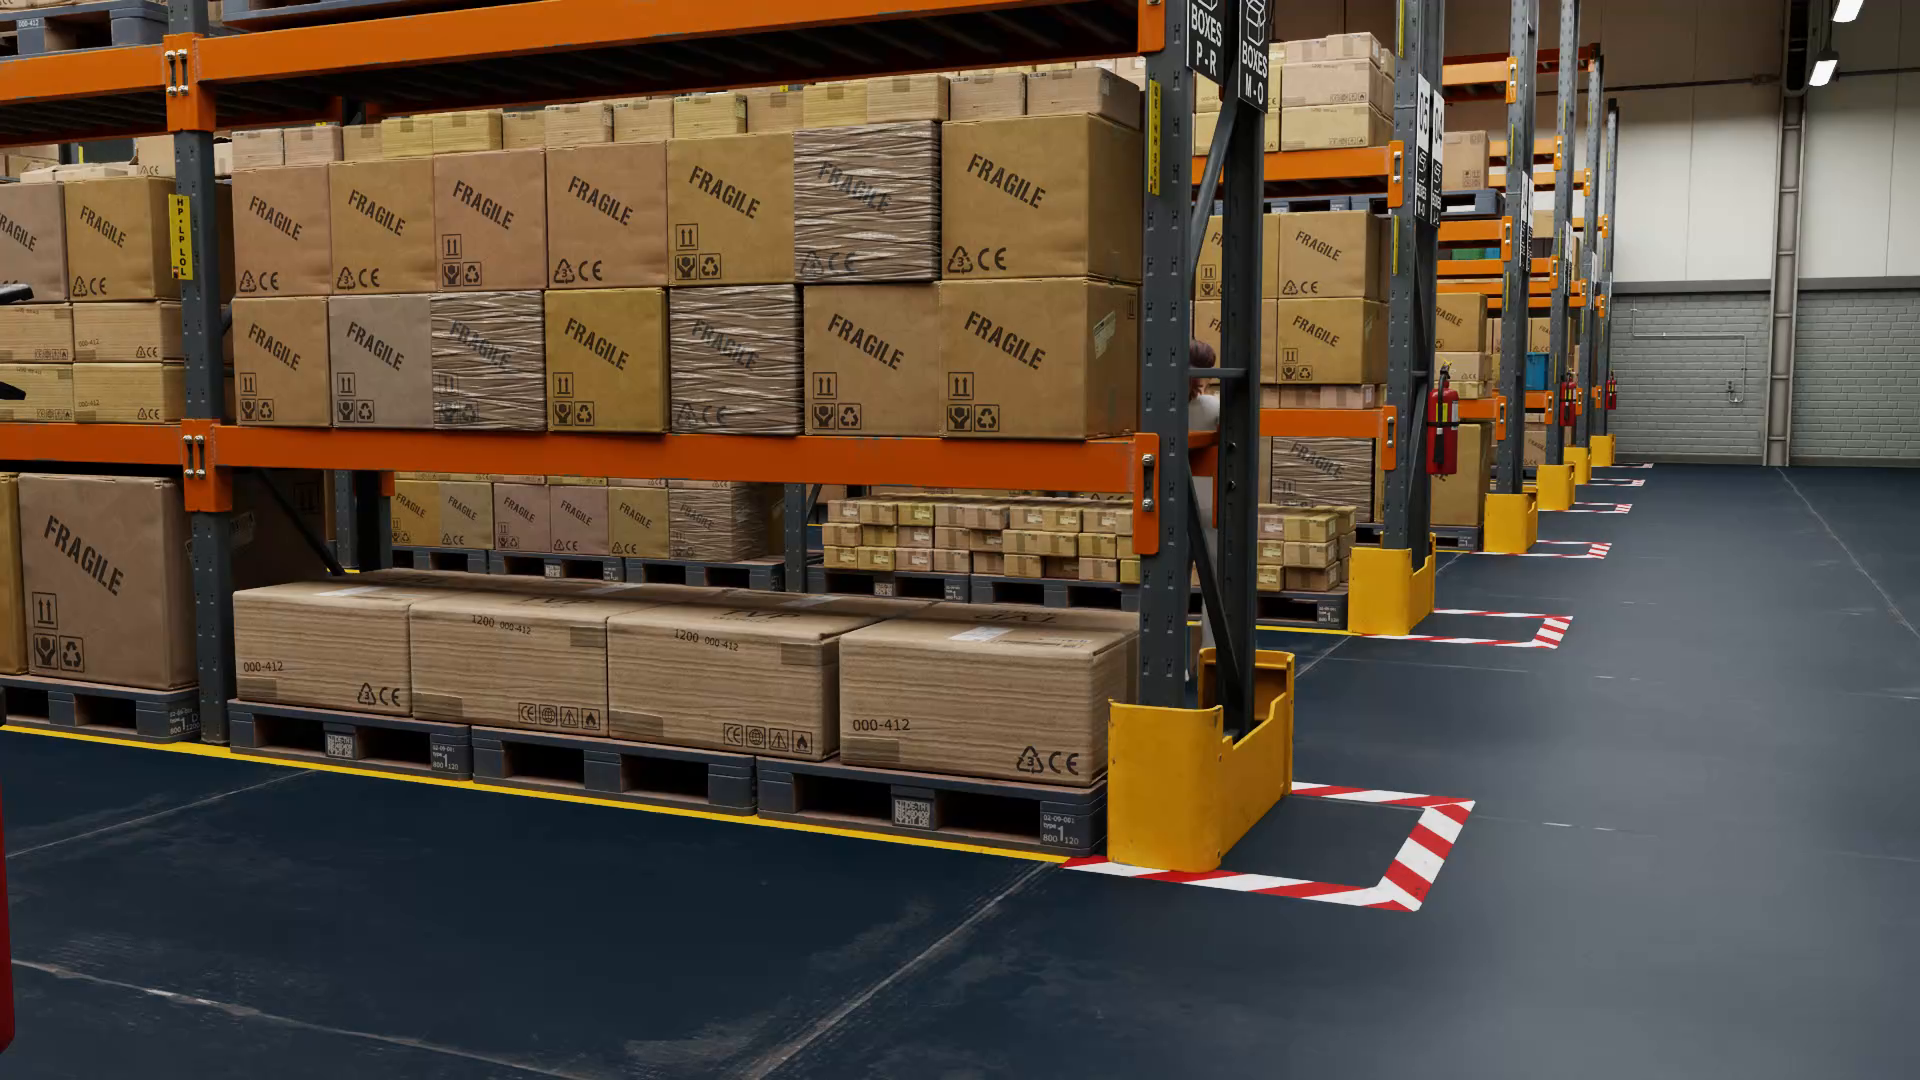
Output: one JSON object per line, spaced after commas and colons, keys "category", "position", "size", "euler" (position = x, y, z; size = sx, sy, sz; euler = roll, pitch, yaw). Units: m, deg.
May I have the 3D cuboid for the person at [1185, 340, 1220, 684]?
{"category": "person", "position": [1.115, -0.116, 7.962], "size": [0.442, 1.671, 0.367], "euler": [3, 6, 25]}
